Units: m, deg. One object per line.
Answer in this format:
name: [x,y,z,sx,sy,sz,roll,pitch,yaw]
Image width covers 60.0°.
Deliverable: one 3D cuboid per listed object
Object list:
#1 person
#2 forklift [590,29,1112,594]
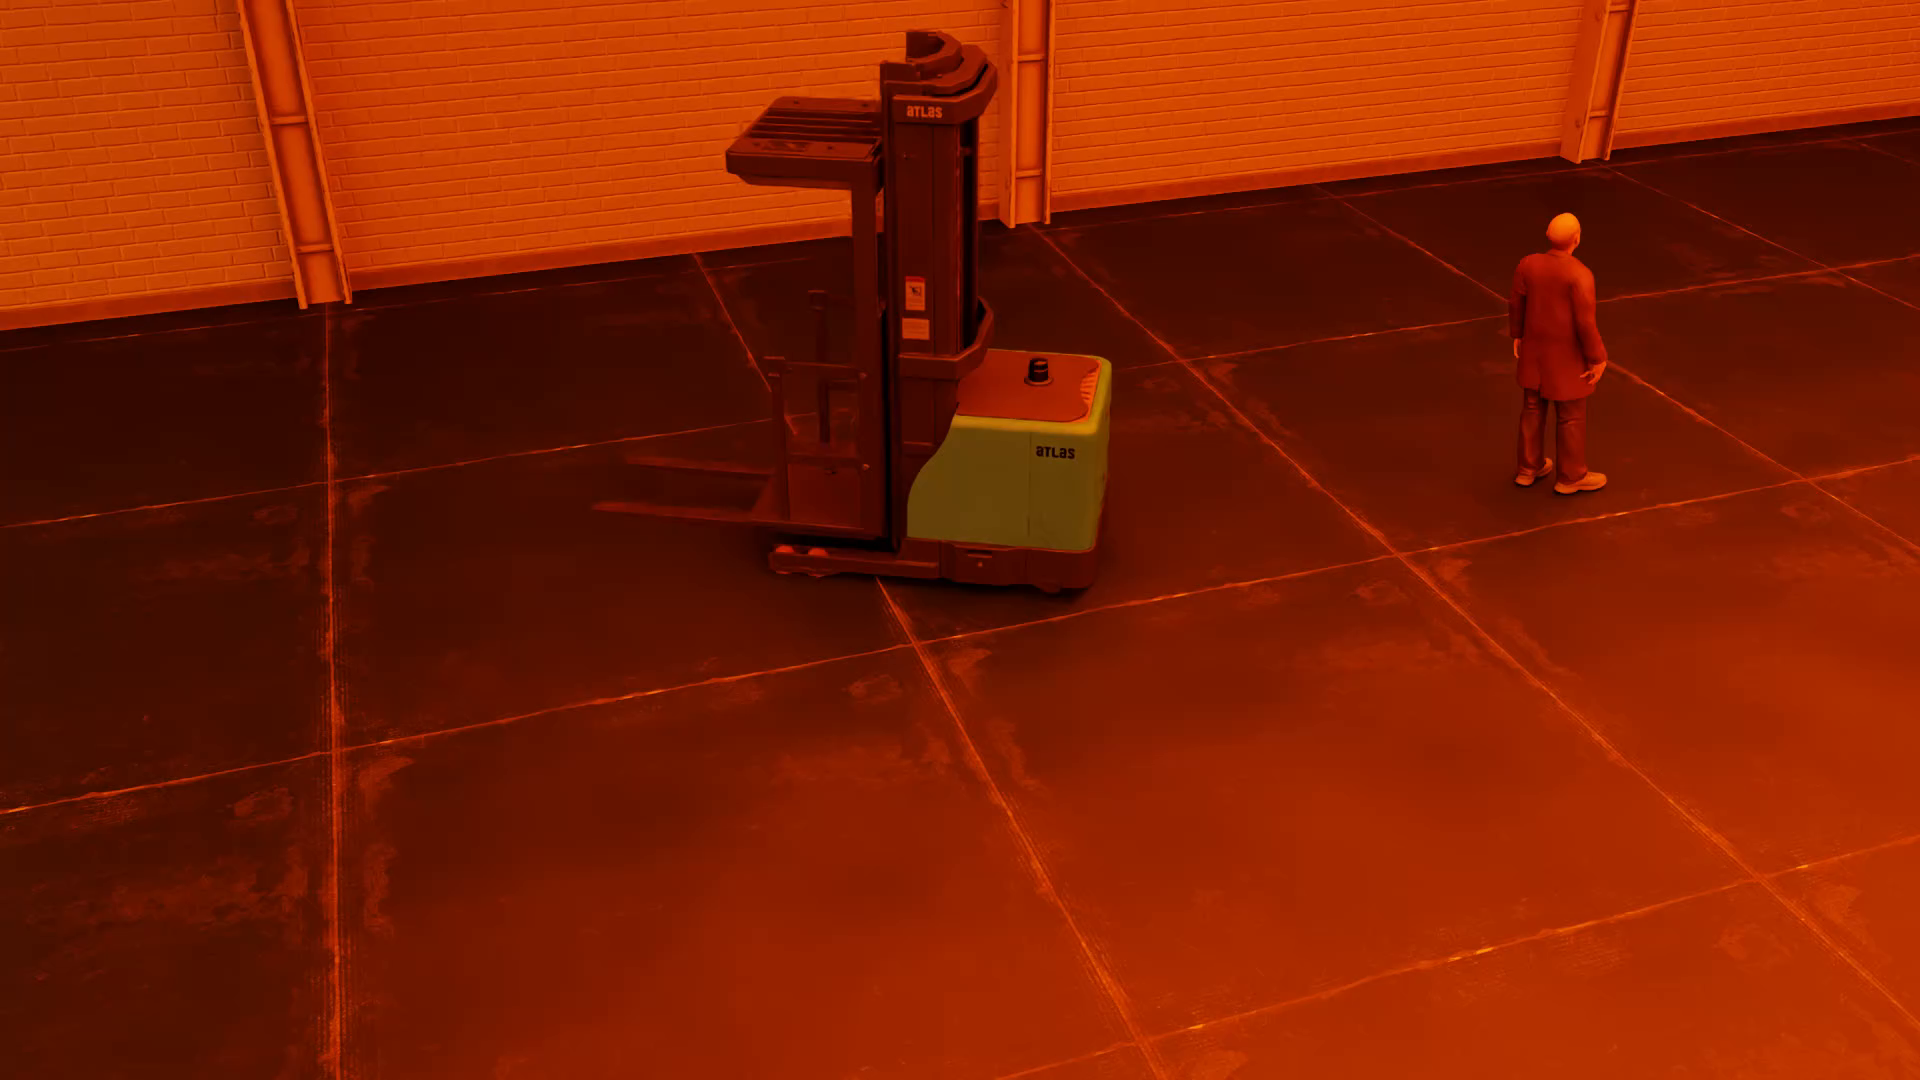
person: [3.724,-1.171,10.264,0.580,1.778,0.698,-18,35,-29]
forklift: [-0.662,-1.306,9.356,3.031,2.935,1.130,5,30,8]
